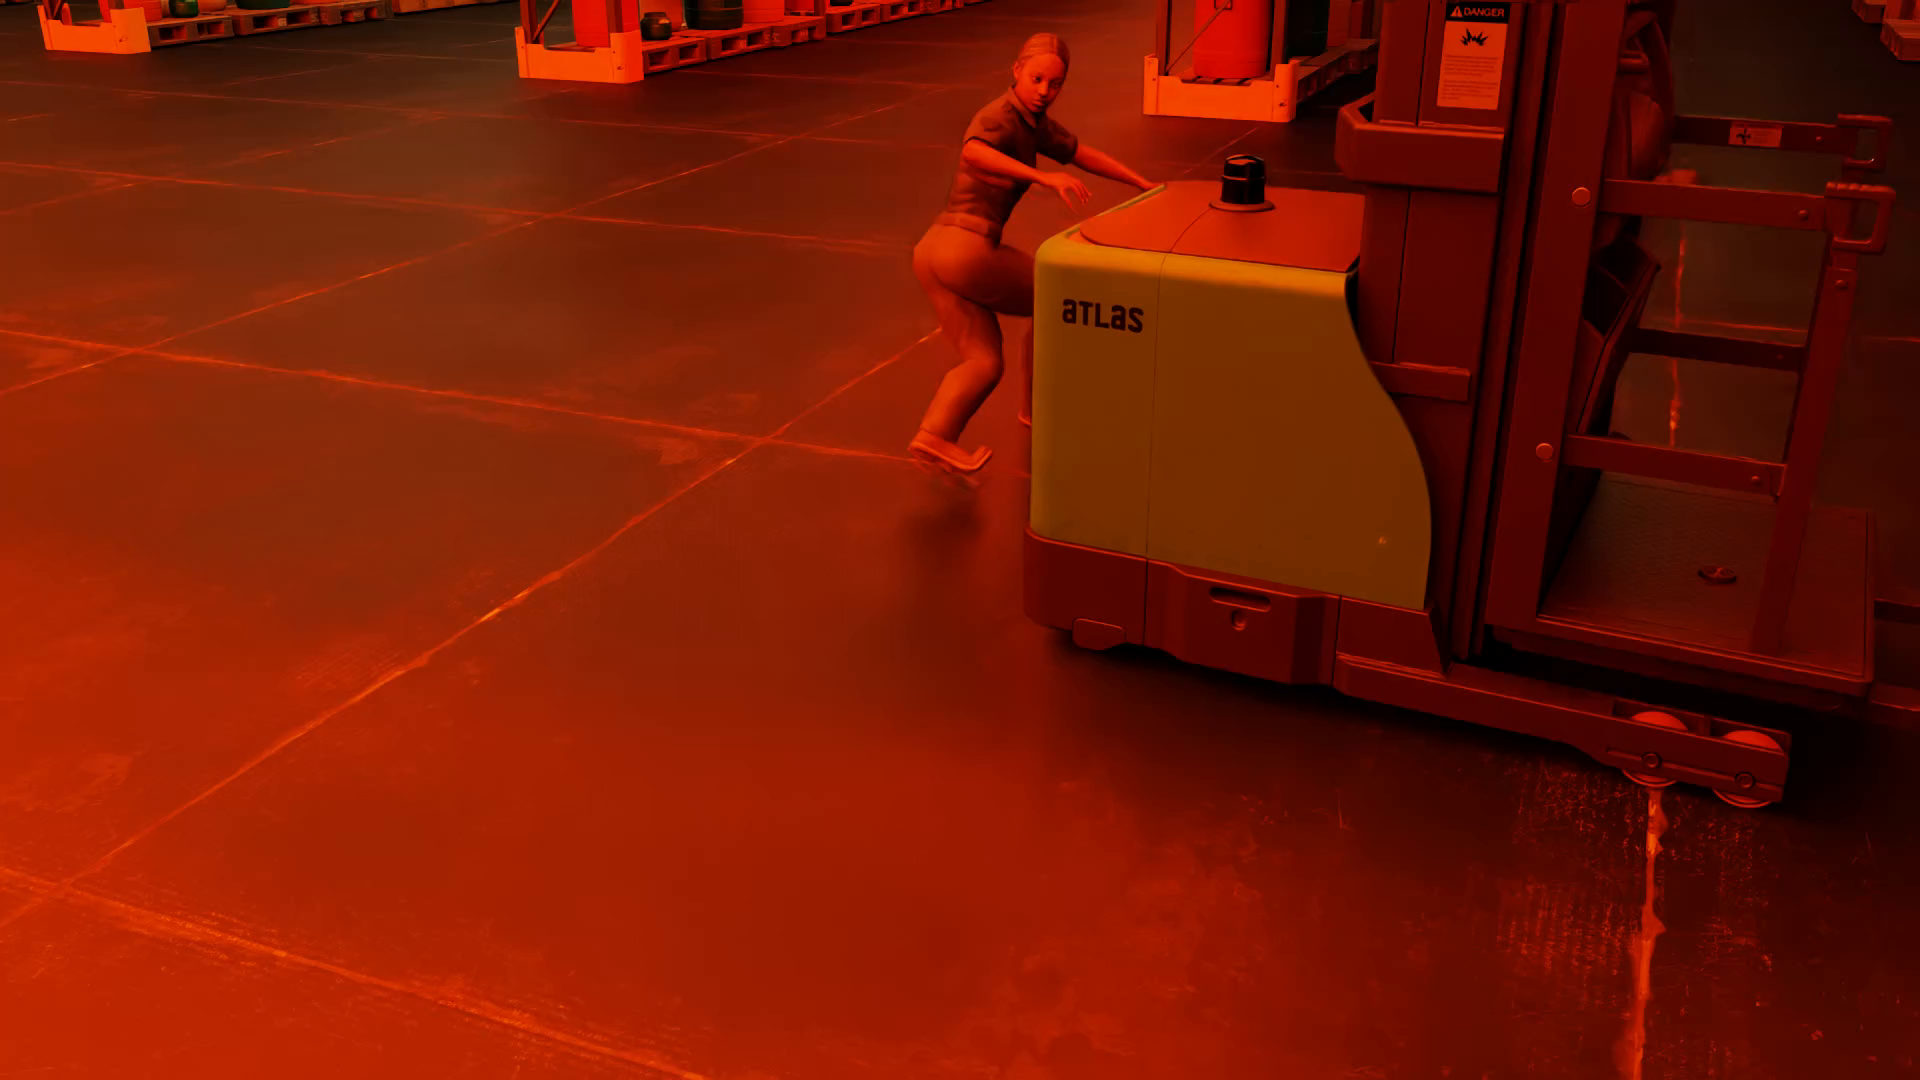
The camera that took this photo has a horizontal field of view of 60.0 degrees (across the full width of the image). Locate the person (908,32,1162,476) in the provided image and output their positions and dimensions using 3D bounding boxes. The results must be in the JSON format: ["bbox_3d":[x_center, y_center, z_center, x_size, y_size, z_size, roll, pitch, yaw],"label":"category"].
[{"bbox_3d":[0.313,-0.917,5.509,1.068,1.449,0.827,-7,24,-16],"label":"person"}]

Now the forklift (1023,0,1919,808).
[{"bbox_3d":[1.720,-0.994,3.671,3.031,2.935,1.130,11,25,25],"label":"forklift"}]
